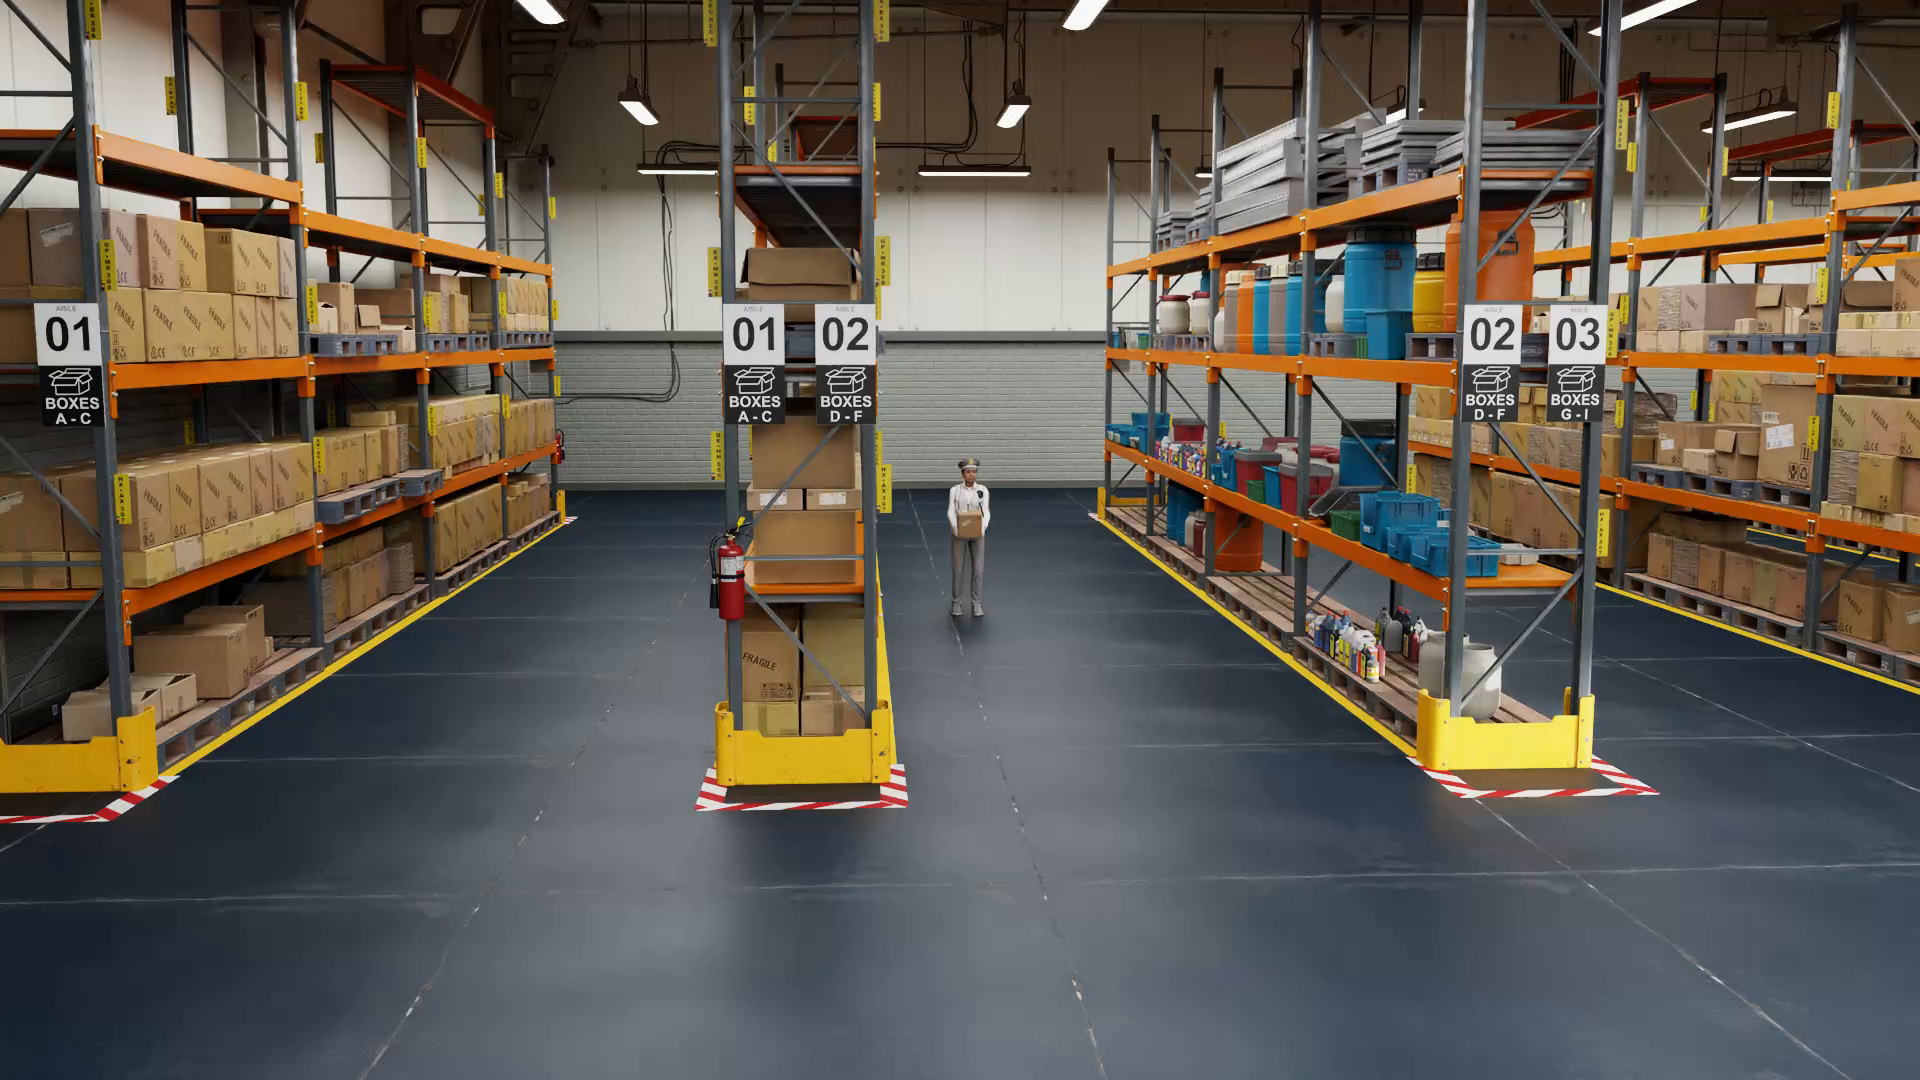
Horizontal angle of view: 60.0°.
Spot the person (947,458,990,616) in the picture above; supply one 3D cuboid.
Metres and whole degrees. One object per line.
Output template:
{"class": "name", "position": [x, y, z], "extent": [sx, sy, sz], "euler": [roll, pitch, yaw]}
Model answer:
{"class": "person", "position": [0.095, -0.033, 17.914], "extent": [0.461, 1.686, 0.563], "euler": [0, 7, -3]}
